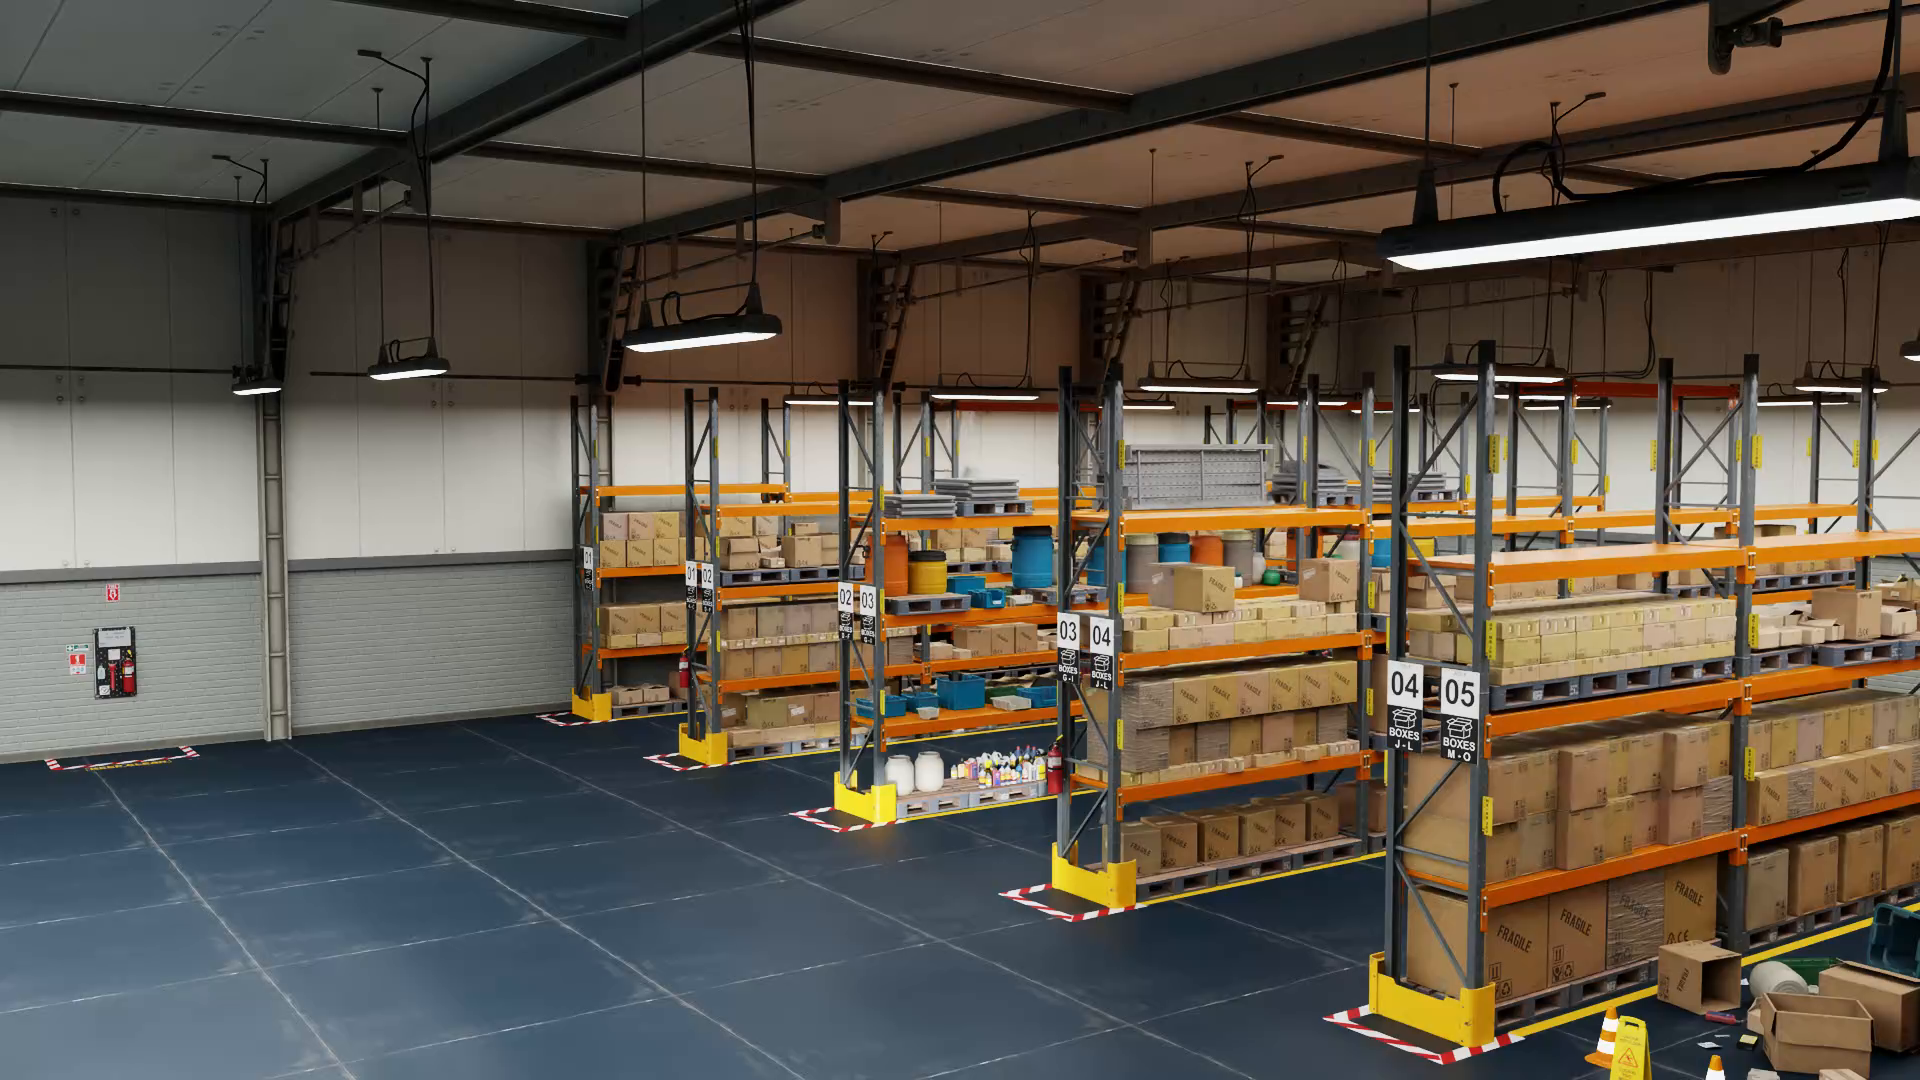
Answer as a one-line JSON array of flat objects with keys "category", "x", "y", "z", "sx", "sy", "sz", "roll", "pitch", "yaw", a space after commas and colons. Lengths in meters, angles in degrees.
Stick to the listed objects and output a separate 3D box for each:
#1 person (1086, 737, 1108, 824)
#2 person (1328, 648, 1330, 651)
[{"category": "person", "x": 2.046, "y": 2.986, "z": 22.634, "sx": 0.611, "sy": 1.697, "sz": 0.871, "roll": 3, "pitch": 5, "yaw": 42}, {"category": "person", "x": 6.943, "y": 2.493, "z": 30.485, "sx": 0.896, "sy": 1.691, "sz": 0.677, "roll": -2, "pitch": 4, "yaw": -34}]
